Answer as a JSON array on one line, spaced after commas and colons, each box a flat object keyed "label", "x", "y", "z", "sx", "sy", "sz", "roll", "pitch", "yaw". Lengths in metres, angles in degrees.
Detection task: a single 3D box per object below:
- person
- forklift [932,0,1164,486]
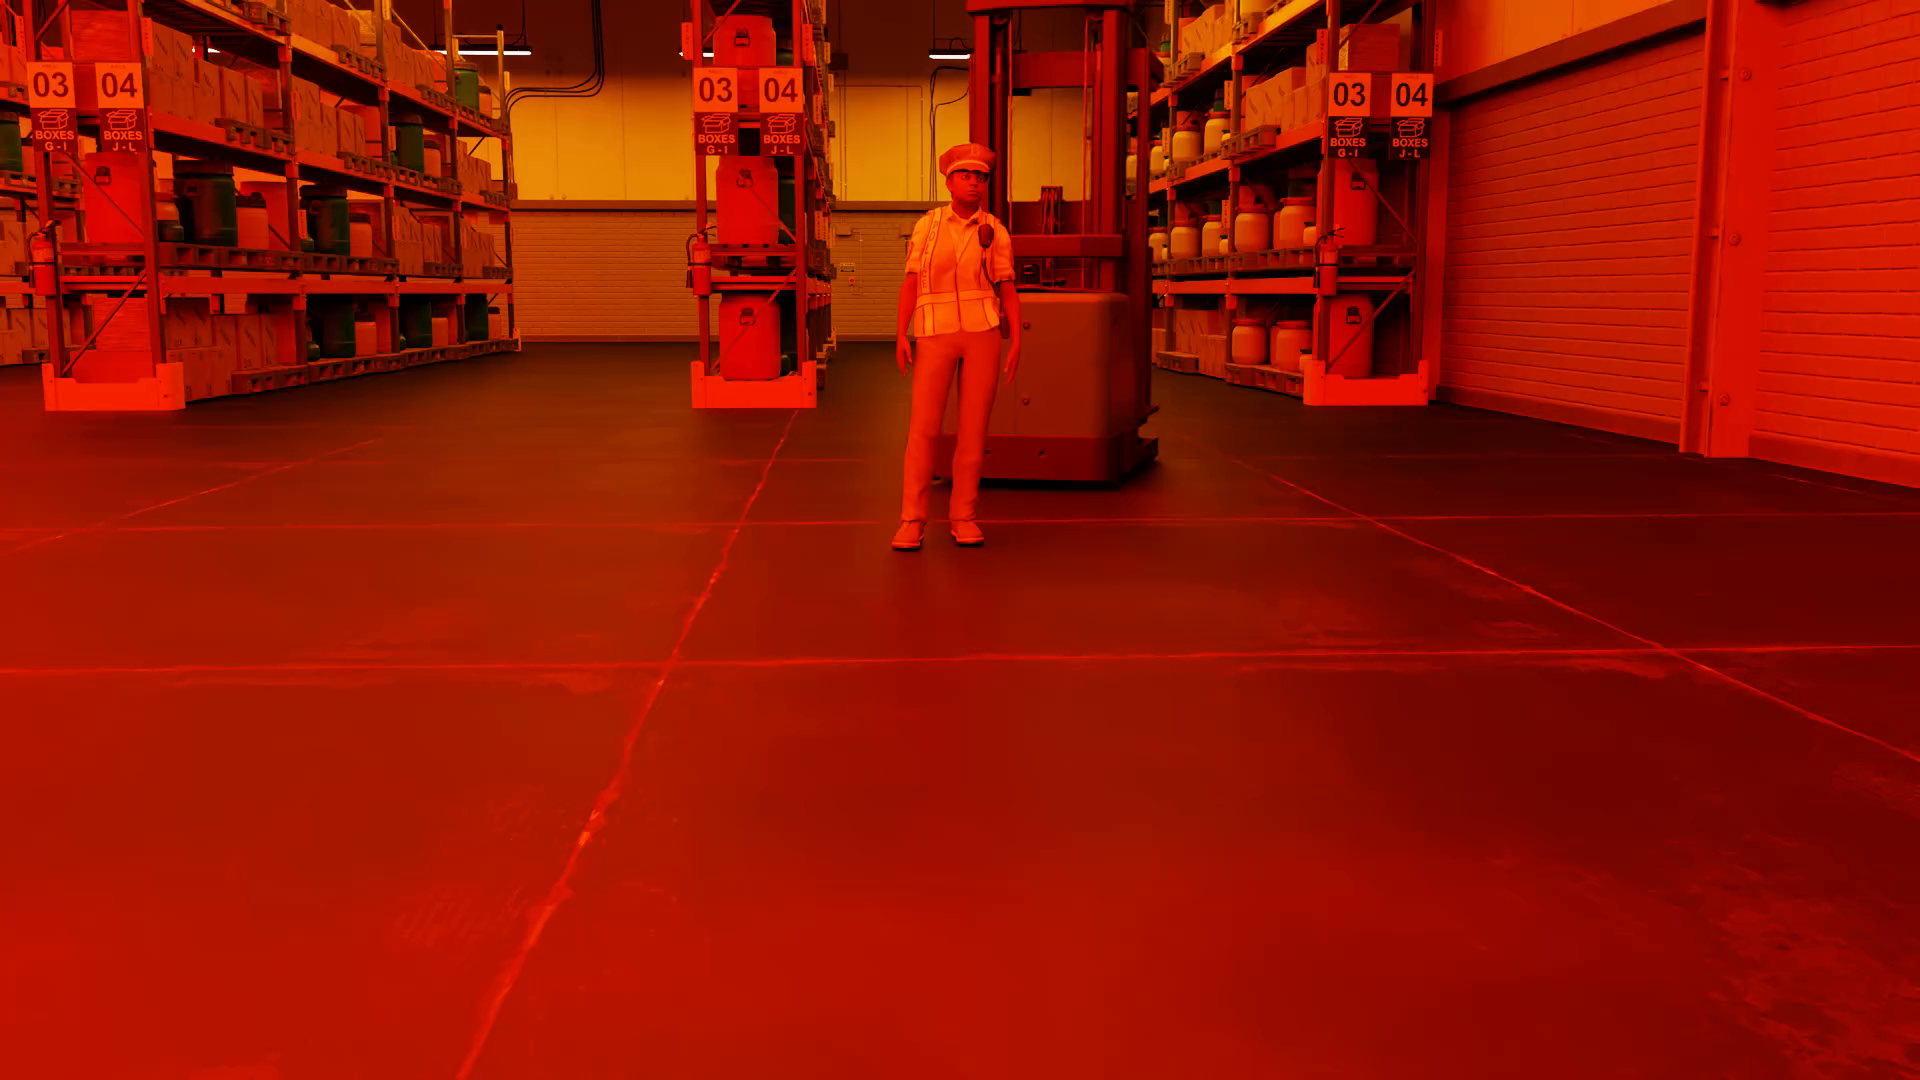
[{"label": "person", "x": -0.016, "y": -0.834, "z": 7.109, "sx": 0.569, "sy": 1.695, "sz": 0.530, "roll": -1, "pitch": 8, "yaw": -4}, {"label": "forklift", "x": 0.654, "y": -1.926, "z": 10.301, "sx": 1.130, "sy": 2.935, "sz": 3.031, "roll": 2, "pitch": 9, "yaw": 13}]
